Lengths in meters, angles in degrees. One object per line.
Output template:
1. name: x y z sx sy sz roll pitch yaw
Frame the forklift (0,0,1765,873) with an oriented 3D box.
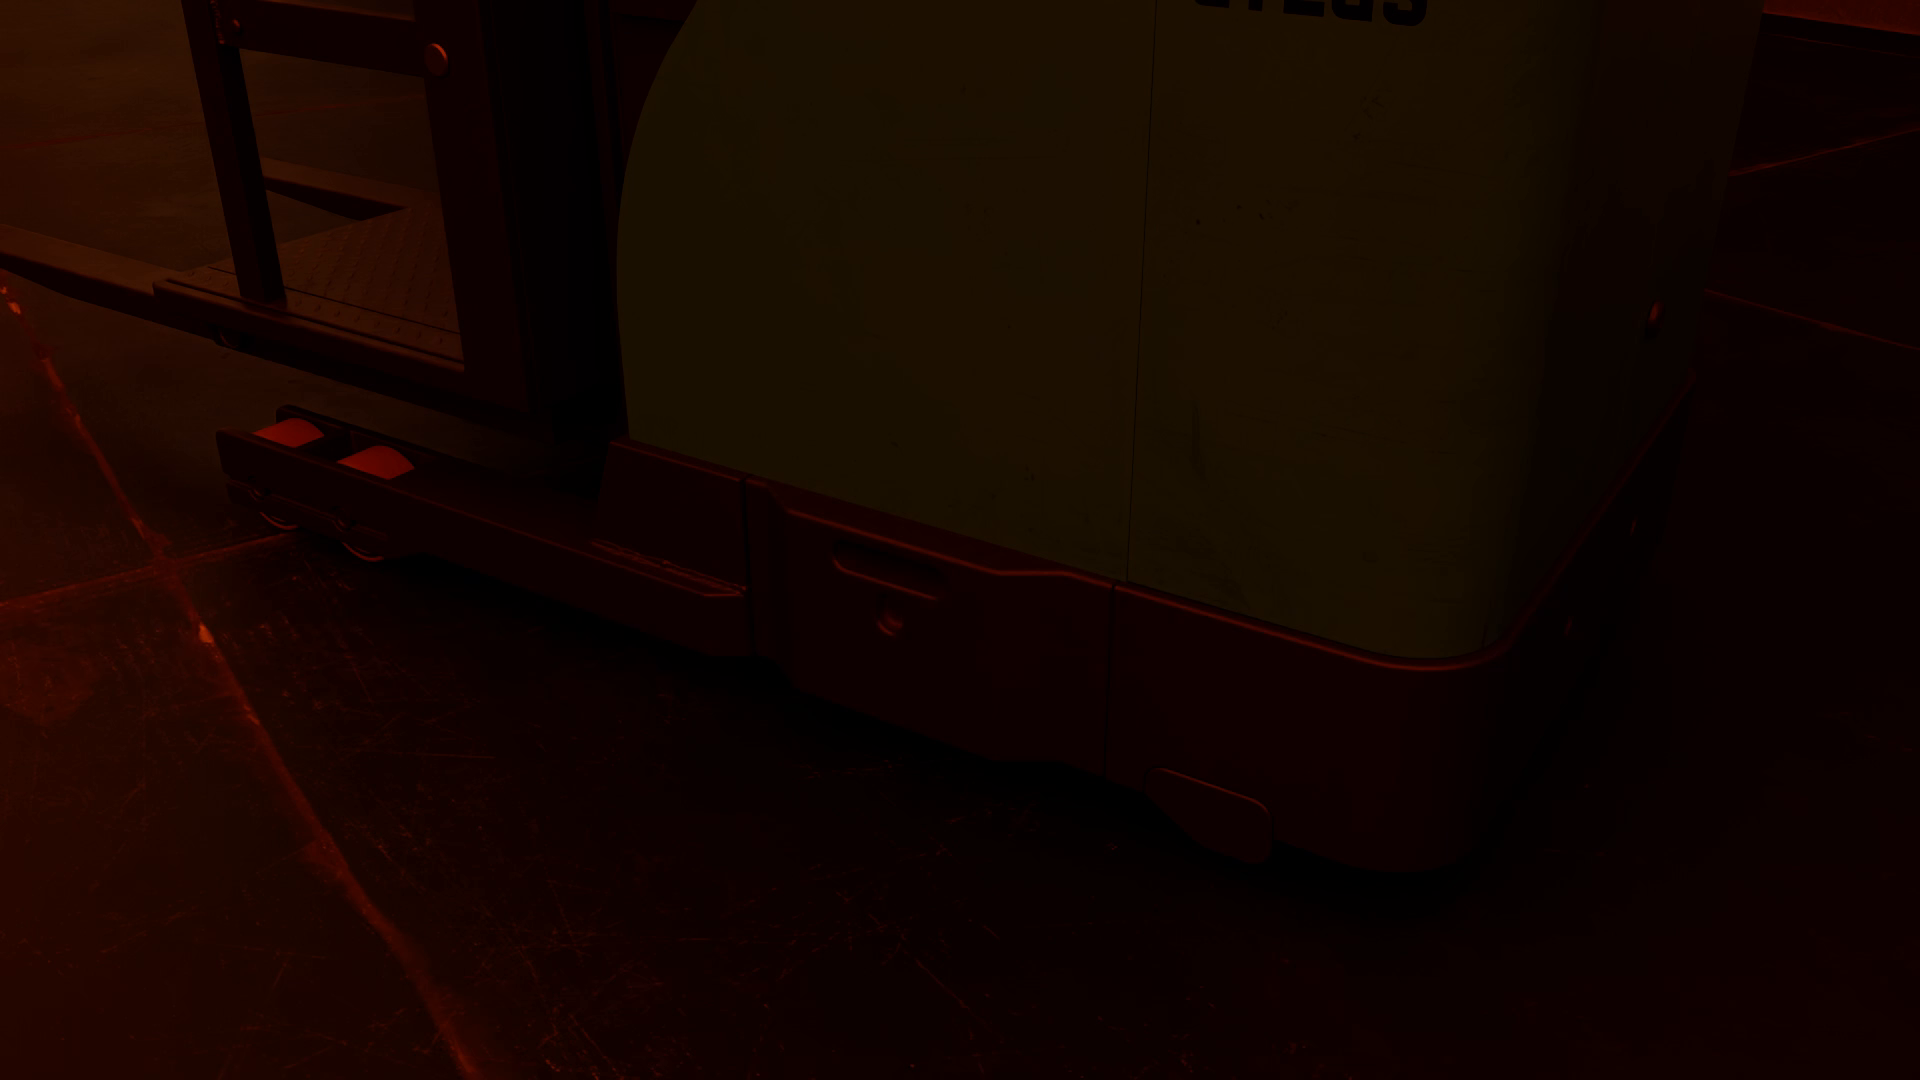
1. forklift: -0.511 -1.459 2.139 3.031 2.935 1.130 16 31 29
